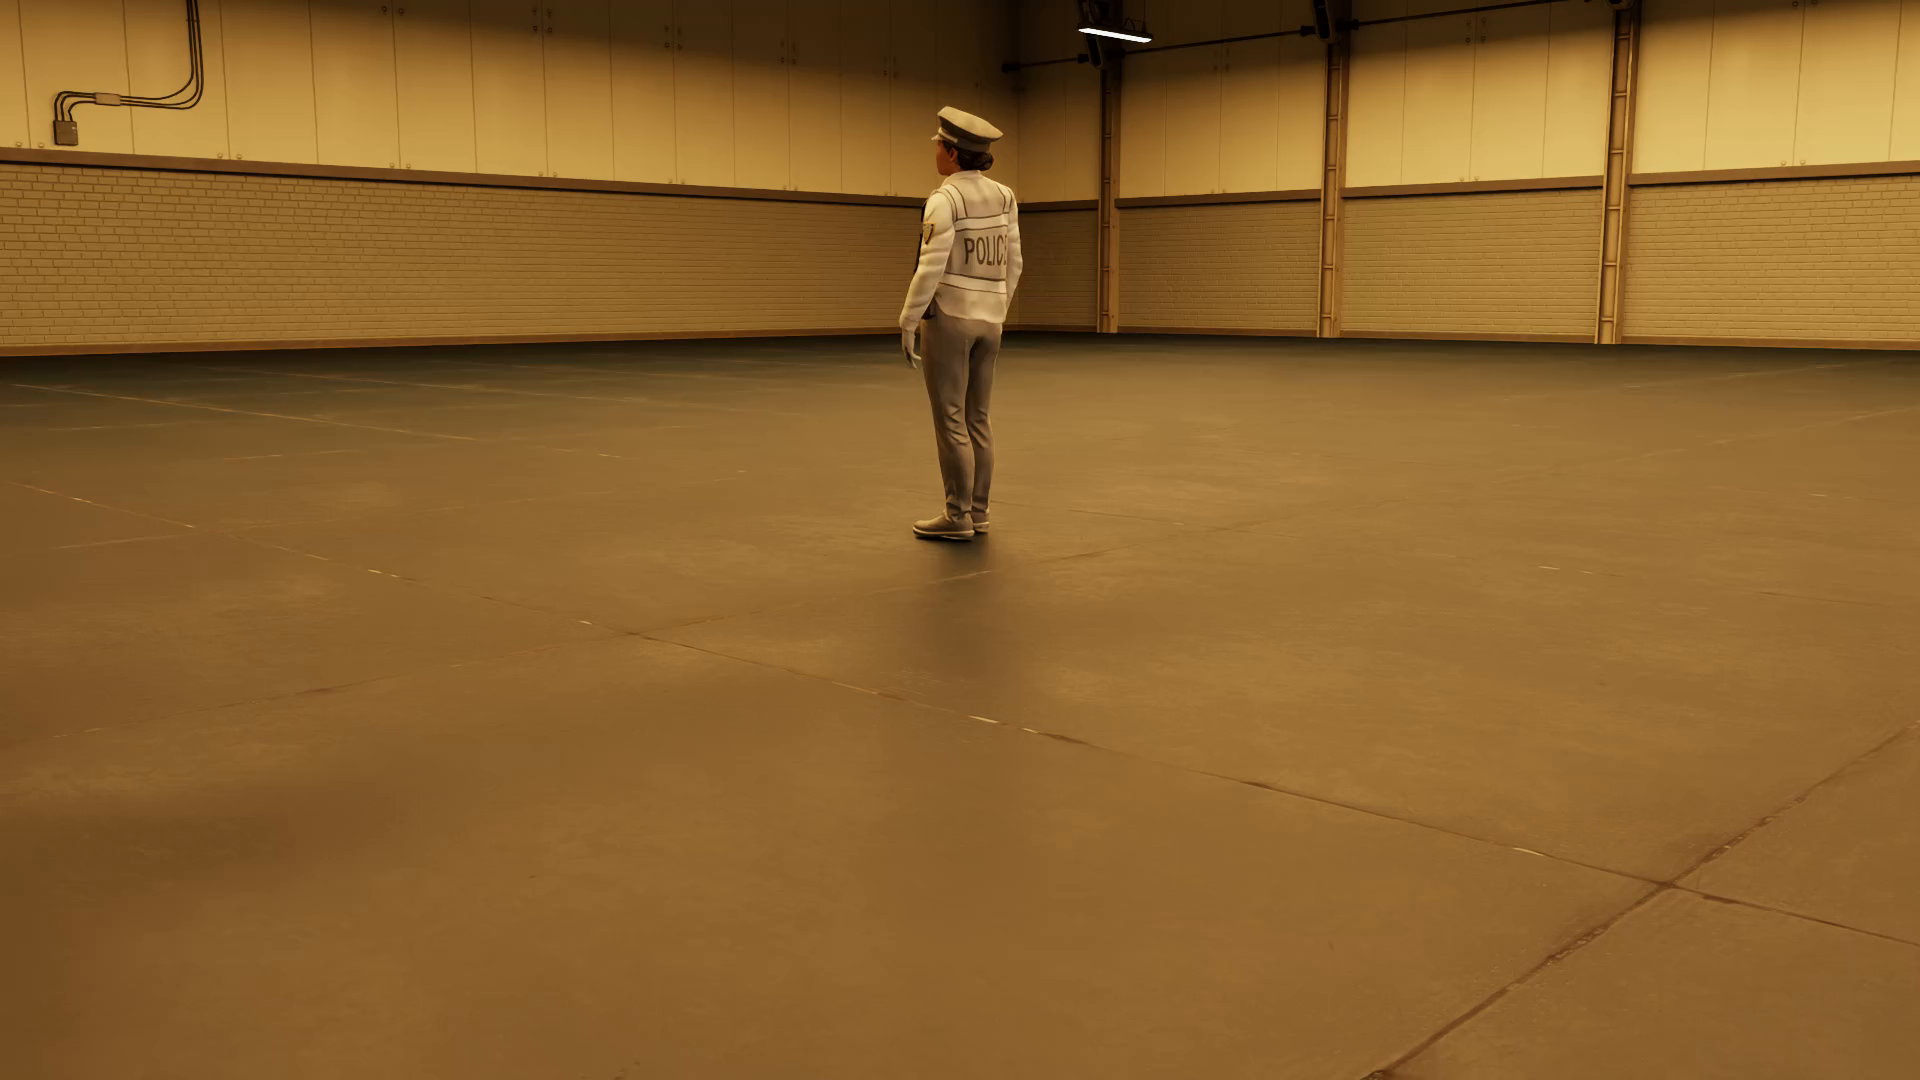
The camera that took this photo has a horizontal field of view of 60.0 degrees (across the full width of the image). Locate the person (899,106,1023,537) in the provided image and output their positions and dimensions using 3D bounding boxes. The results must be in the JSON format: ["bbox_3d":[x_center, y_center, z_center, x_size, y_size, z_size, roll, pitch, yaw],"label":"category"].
[{"bbox_3d":[-0.045,-0.853,6.643,0.530,1.694,0.586,8,12,43],"label":"person"}]
